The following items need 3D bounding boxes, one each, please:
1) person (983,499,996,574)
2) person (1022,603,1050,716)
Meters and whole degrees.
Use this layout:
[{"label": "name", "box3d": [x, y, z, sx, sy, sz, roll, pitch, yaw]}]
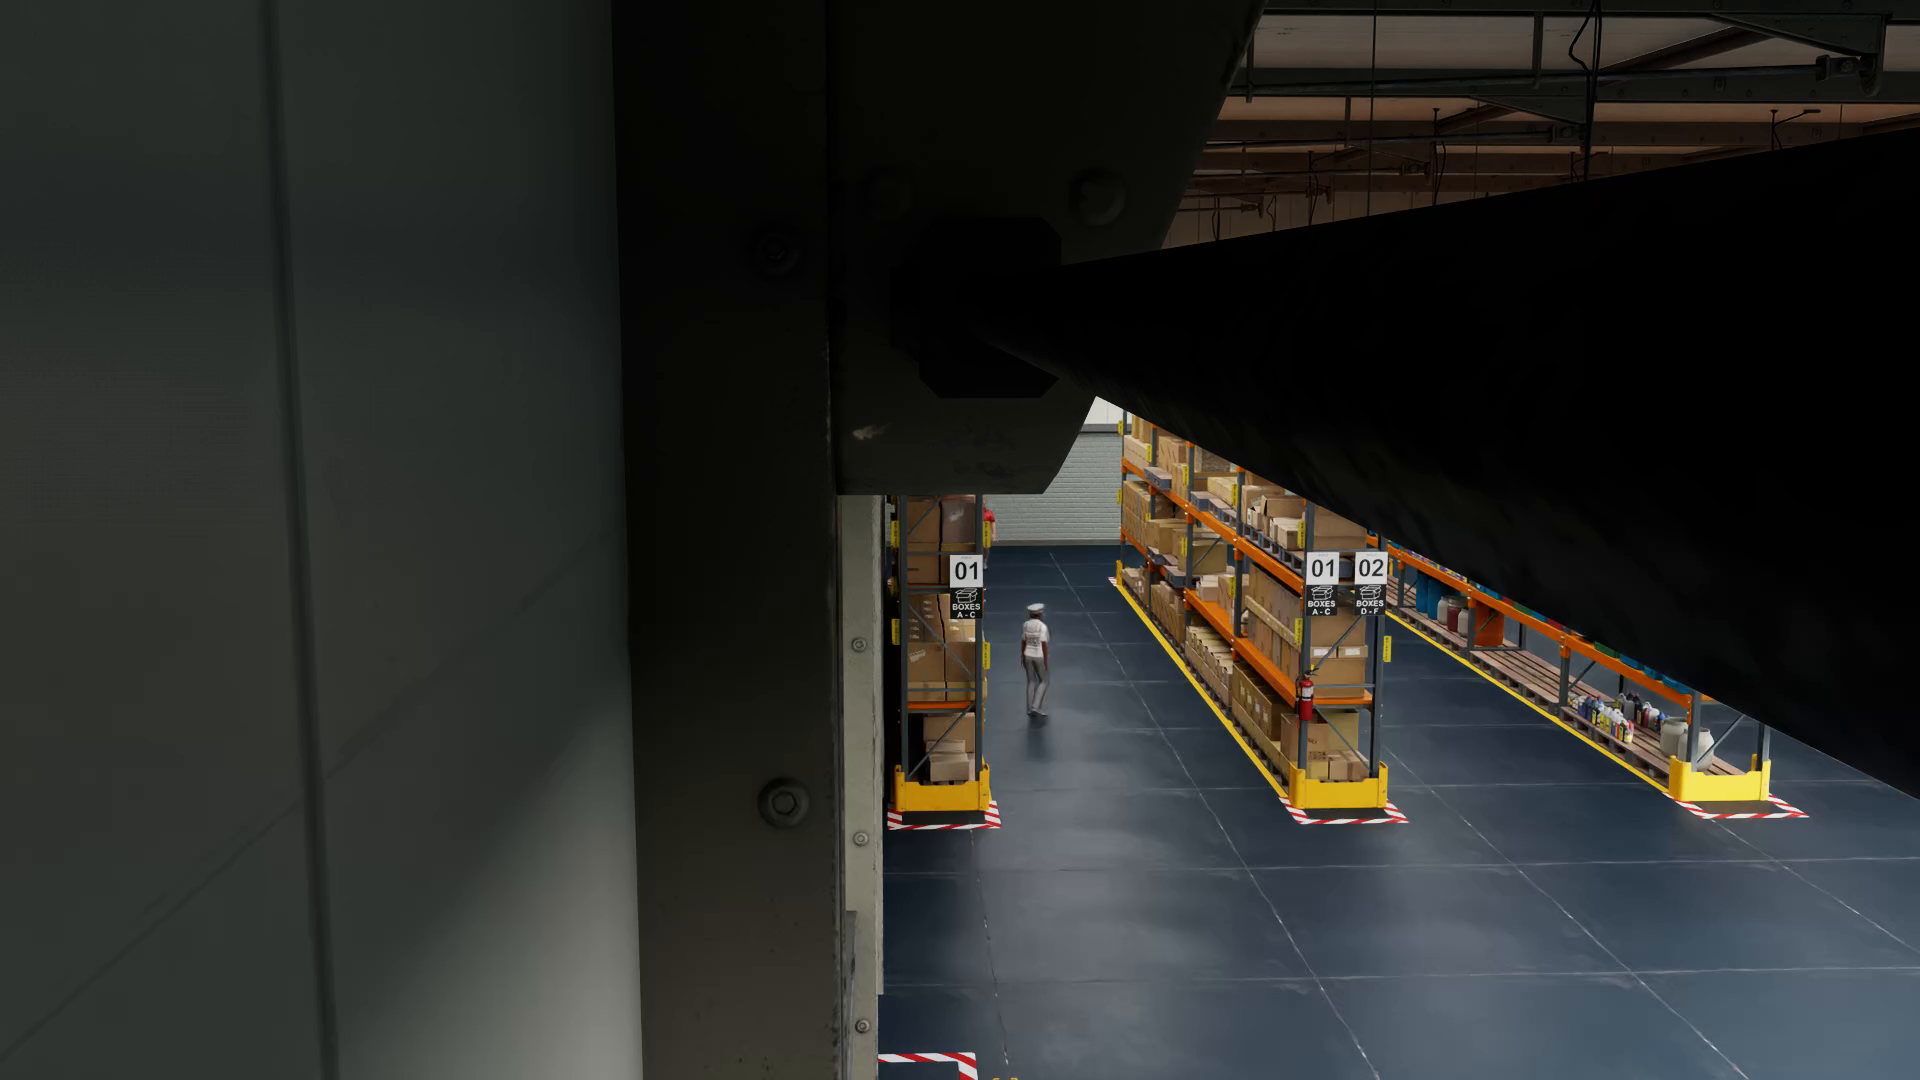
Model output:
[{"label": "person", "box3d": [0.524, -0.100, 37.912, 0.570, 1.663, 1.078, -1, 8, -5]}, {"label": "person", "box3d": [1.139, 1.826, 25.170, 0.492, 1.716, 0.426, 6, 10, 35]}]
